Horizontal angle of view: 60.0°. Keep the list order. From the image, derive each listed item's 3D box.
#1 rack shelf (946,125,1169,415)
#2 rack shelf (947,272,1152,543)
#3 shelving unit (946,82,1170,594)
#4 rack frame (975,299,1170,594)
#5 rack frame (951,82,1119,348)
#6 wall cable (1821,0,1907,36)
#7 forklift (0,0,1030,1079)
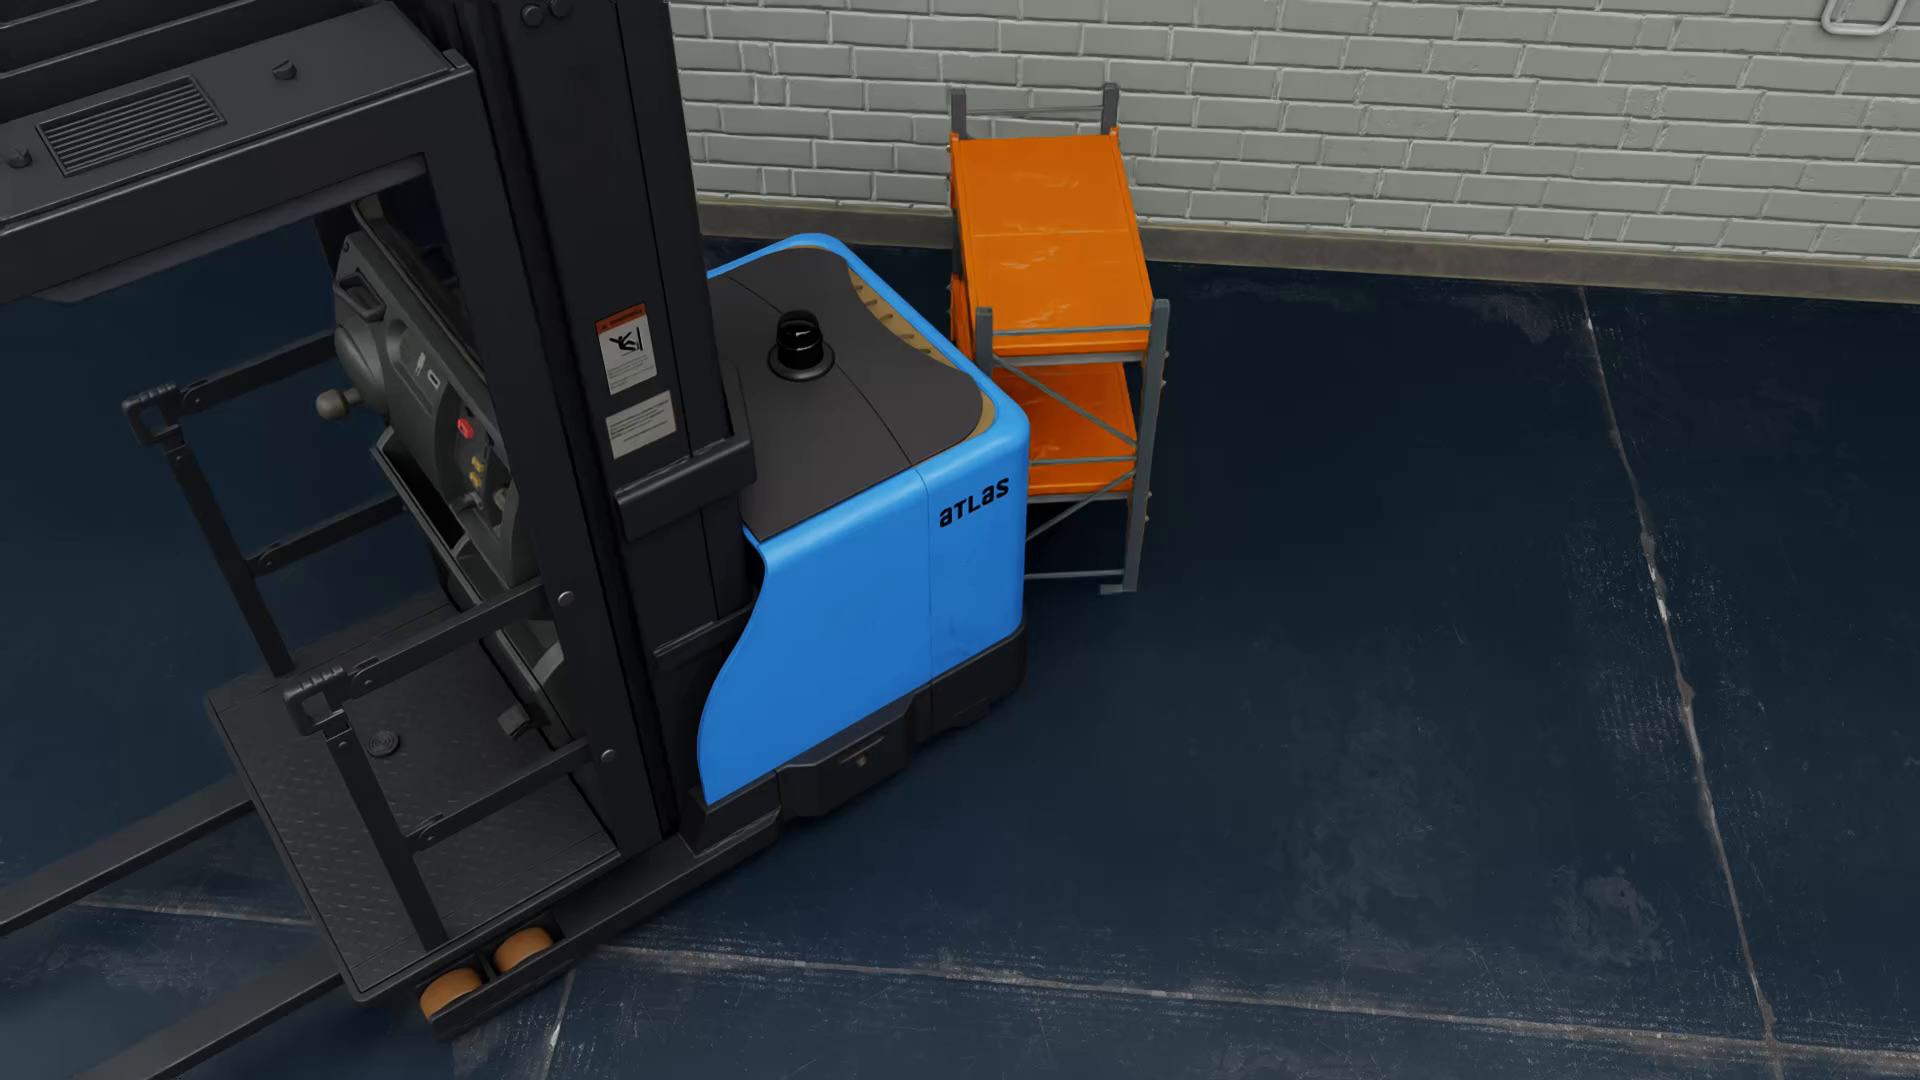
[{"bbox_3d":[0.258,-0.791,4.815,0.538,0.278,1.000,-3,48,-3],"label":"rack shelf"},{"bbox_3d":[0.258,-0.429,5.211,0.538,0.278,1.000,-3,48,-3],"label":"rack shelf"},{"bbox_3d":[0.258,-0.594,5.031,0.538,1.125,1.048,-3,48,-3],"label":"shelving unit"},{"bbox_3d":[0.291,-0.220,4.689,0.500,1.125,0.032,-3,48,-3],"label":"rack frame"},{"bbox_3d":[0.224,-0.968,5.373,0.500,1.125,0.032,-3,48,-3],"label":"rack frame"},{"bbox_3d":[2.698,-2.249,4.564,0.585,1.953,0.123,4,48,4],"label":"wall cable"},{"bbox_3d":[-1.305,-0.216,3.461,3.031,2.935,1.130,-28,53,-23],"label":"forklift"}]
